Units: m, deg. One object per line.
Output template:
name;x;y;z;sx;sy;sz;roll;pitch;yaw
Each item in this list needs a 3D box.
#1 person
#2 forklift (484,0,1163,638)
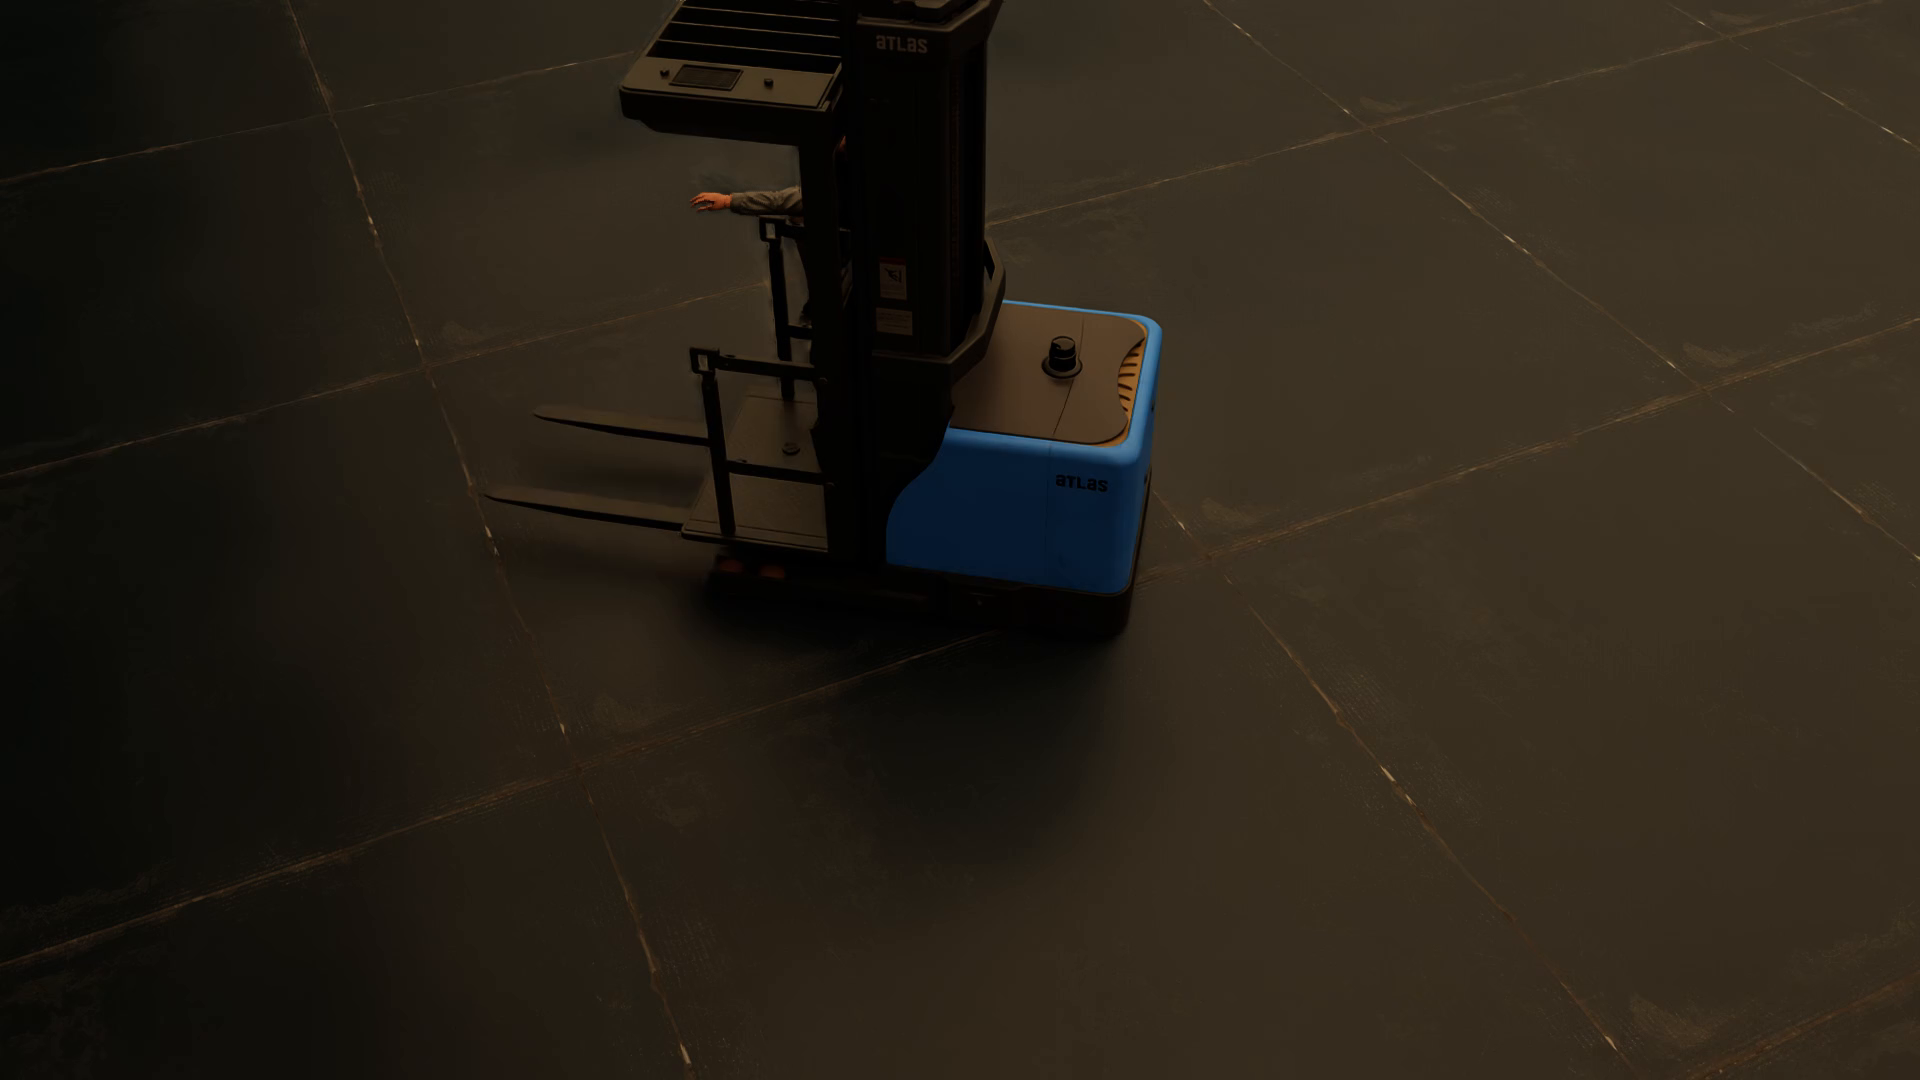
person;-0.836;-1.571;8.416;1.064;1.546;0.739;-11;44;-12
forklift;-0.666;-1.142;6.904;3.031;2.935;1.130;8;44;8
